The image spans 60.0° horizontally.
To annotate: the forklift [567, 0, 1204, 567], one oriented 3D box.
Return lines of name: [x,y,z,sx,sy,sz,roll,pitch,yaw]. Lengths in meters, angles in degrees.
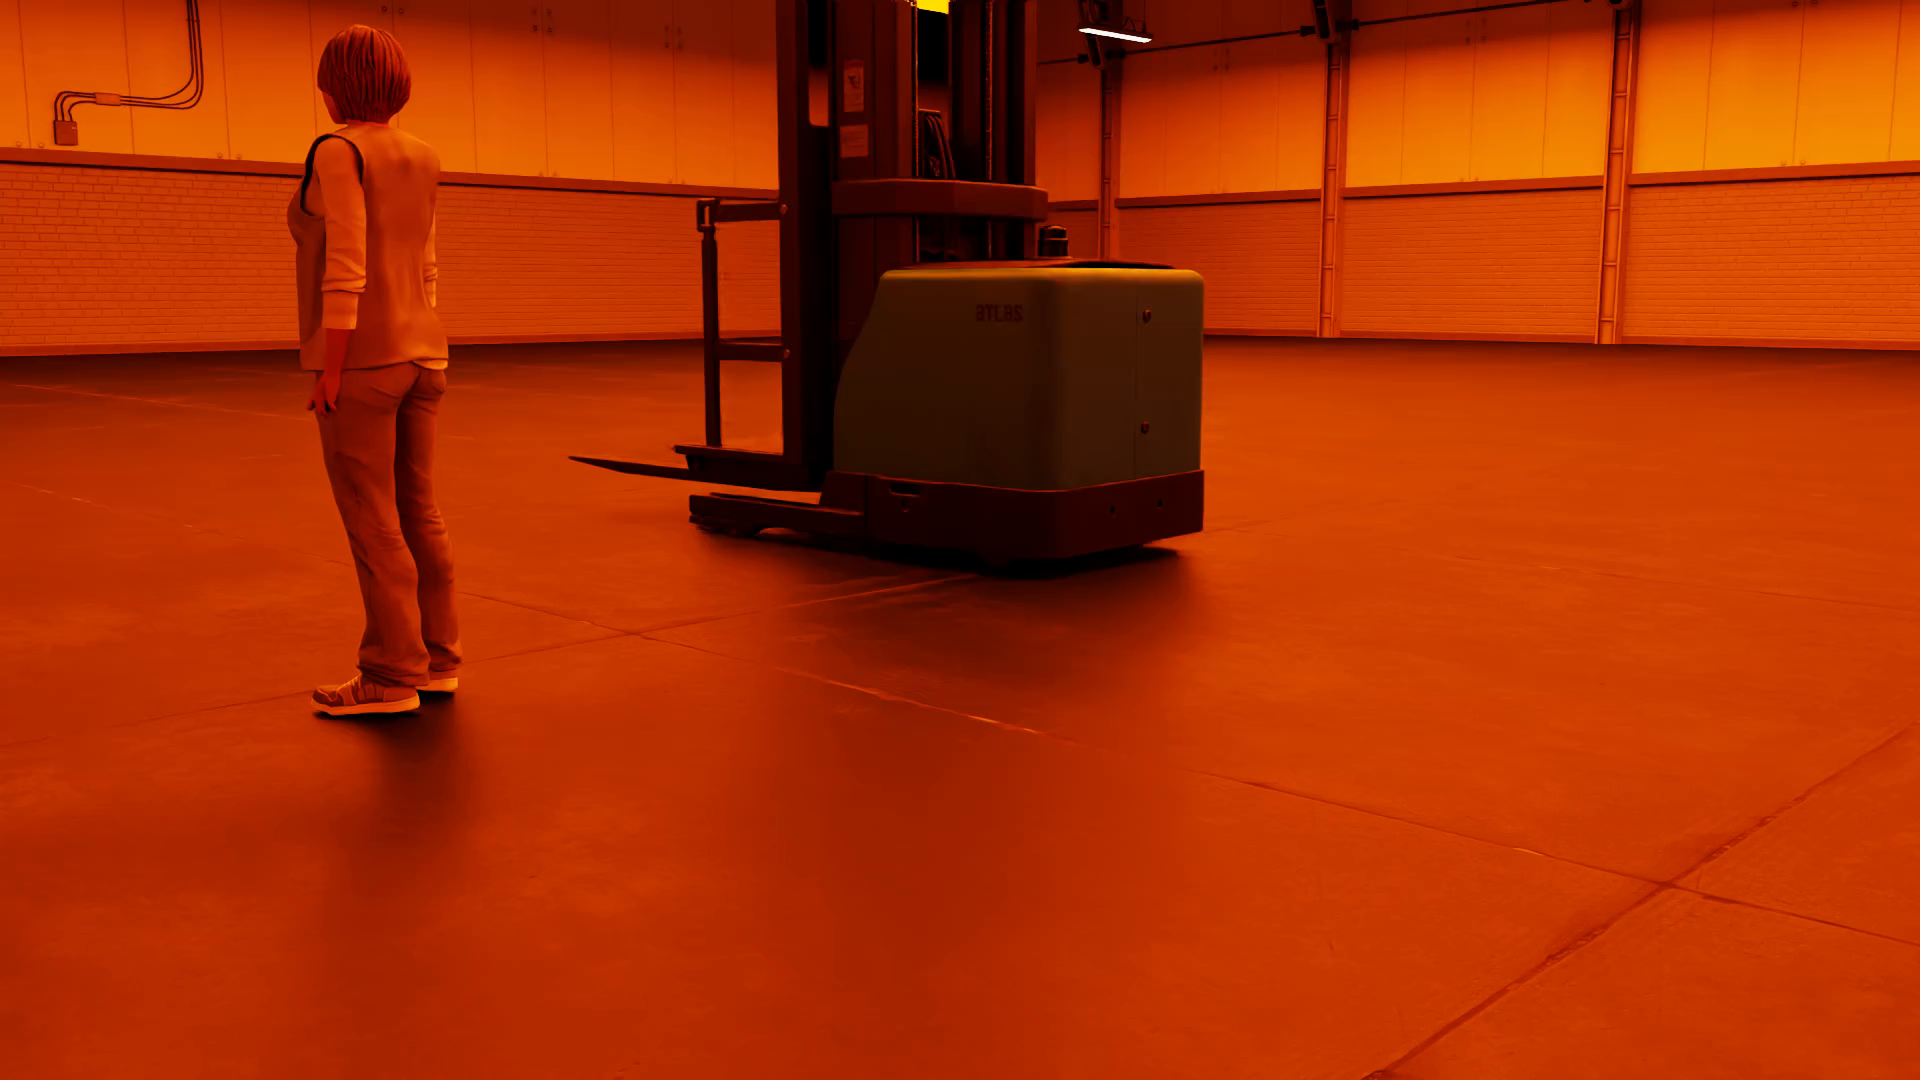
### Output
forklift: [-0.493,-1.510,6.902,3.031,2.935,1.130,7,11,41]

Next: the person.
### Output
person: [-1.388,-0.391,3.943,0.314,1.604,0.407,3,9,17]
